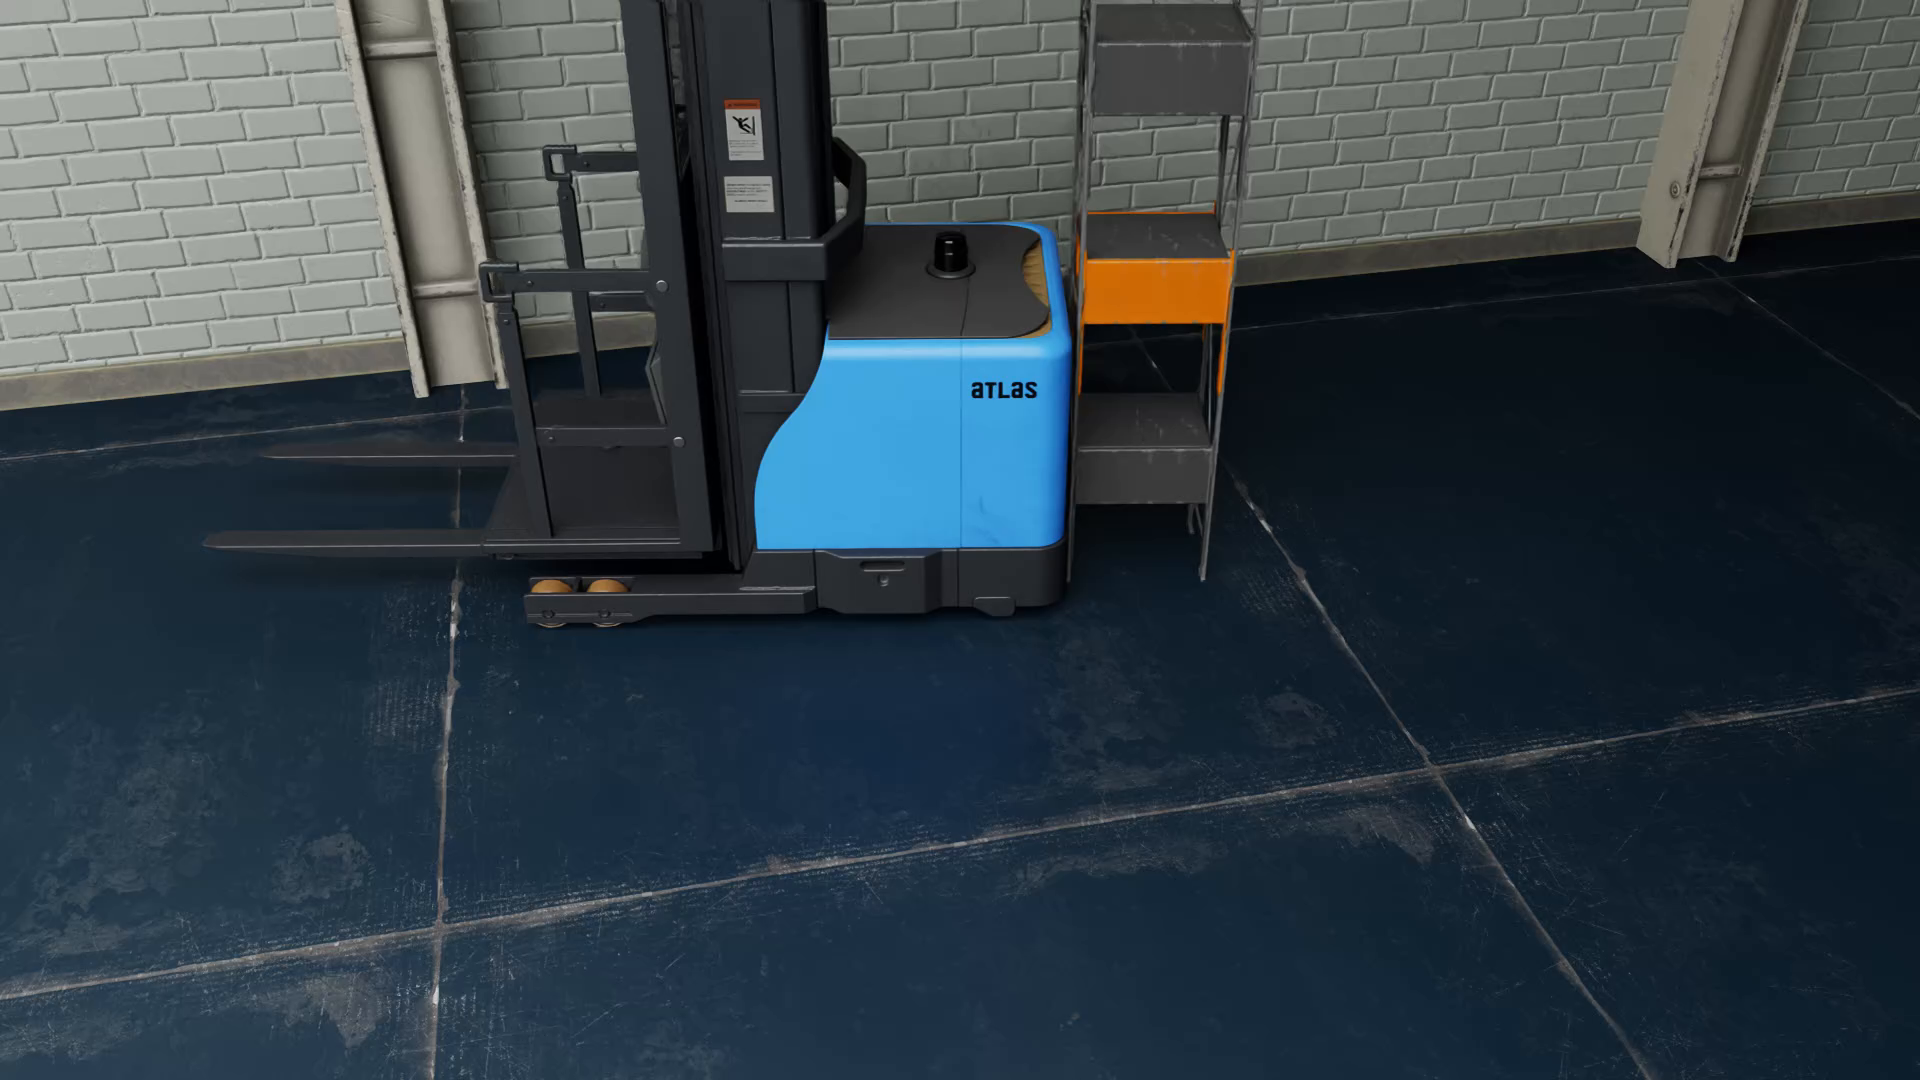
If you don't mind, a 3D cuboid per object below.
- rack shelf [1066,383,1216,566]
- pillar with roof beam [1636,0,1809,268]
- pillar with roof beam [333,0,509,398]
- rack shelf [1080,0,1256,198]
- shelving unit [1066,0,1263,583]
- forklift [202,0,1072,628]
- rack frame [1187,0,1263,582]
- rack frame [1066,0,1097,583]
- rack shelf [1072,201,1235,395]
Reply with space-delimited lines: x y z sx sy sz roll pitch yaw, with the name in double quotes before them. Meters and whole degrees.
"rack shelf" 0.634 -0.237 6.000 0.480 0.518 0.431 0 34 -1
"pillar with roof beam" 4.617 -2.855 2.428 0.400 9.000 9.100 -7 35 -11
"pillar with roof beam" -1.236 -2.117 1.329 0.400 9.000 9.100 -7 35 -11
"rack shelf" 0.634 -1.400 5.220 0.480 0.518 0.431 0 34 -1
"shelving unit" 0.634 -0.830 5.602 0.503 2.100 0.431 0 34 -1
"forklift" -1.147 -1.209 5.422 3.031 2.935 1.130 0 34 -1
"rack frame" 0.878 -0.832 5.605 0.015 2.100 0.400 0 34 -1
"rack frame" 0.390 -0.828 5.600 0.015 2.100 0.400 0 34 -1
"rack shelf" 0.634 -0.819 5.610 0.480 0.518 0.431 0 34 -1
